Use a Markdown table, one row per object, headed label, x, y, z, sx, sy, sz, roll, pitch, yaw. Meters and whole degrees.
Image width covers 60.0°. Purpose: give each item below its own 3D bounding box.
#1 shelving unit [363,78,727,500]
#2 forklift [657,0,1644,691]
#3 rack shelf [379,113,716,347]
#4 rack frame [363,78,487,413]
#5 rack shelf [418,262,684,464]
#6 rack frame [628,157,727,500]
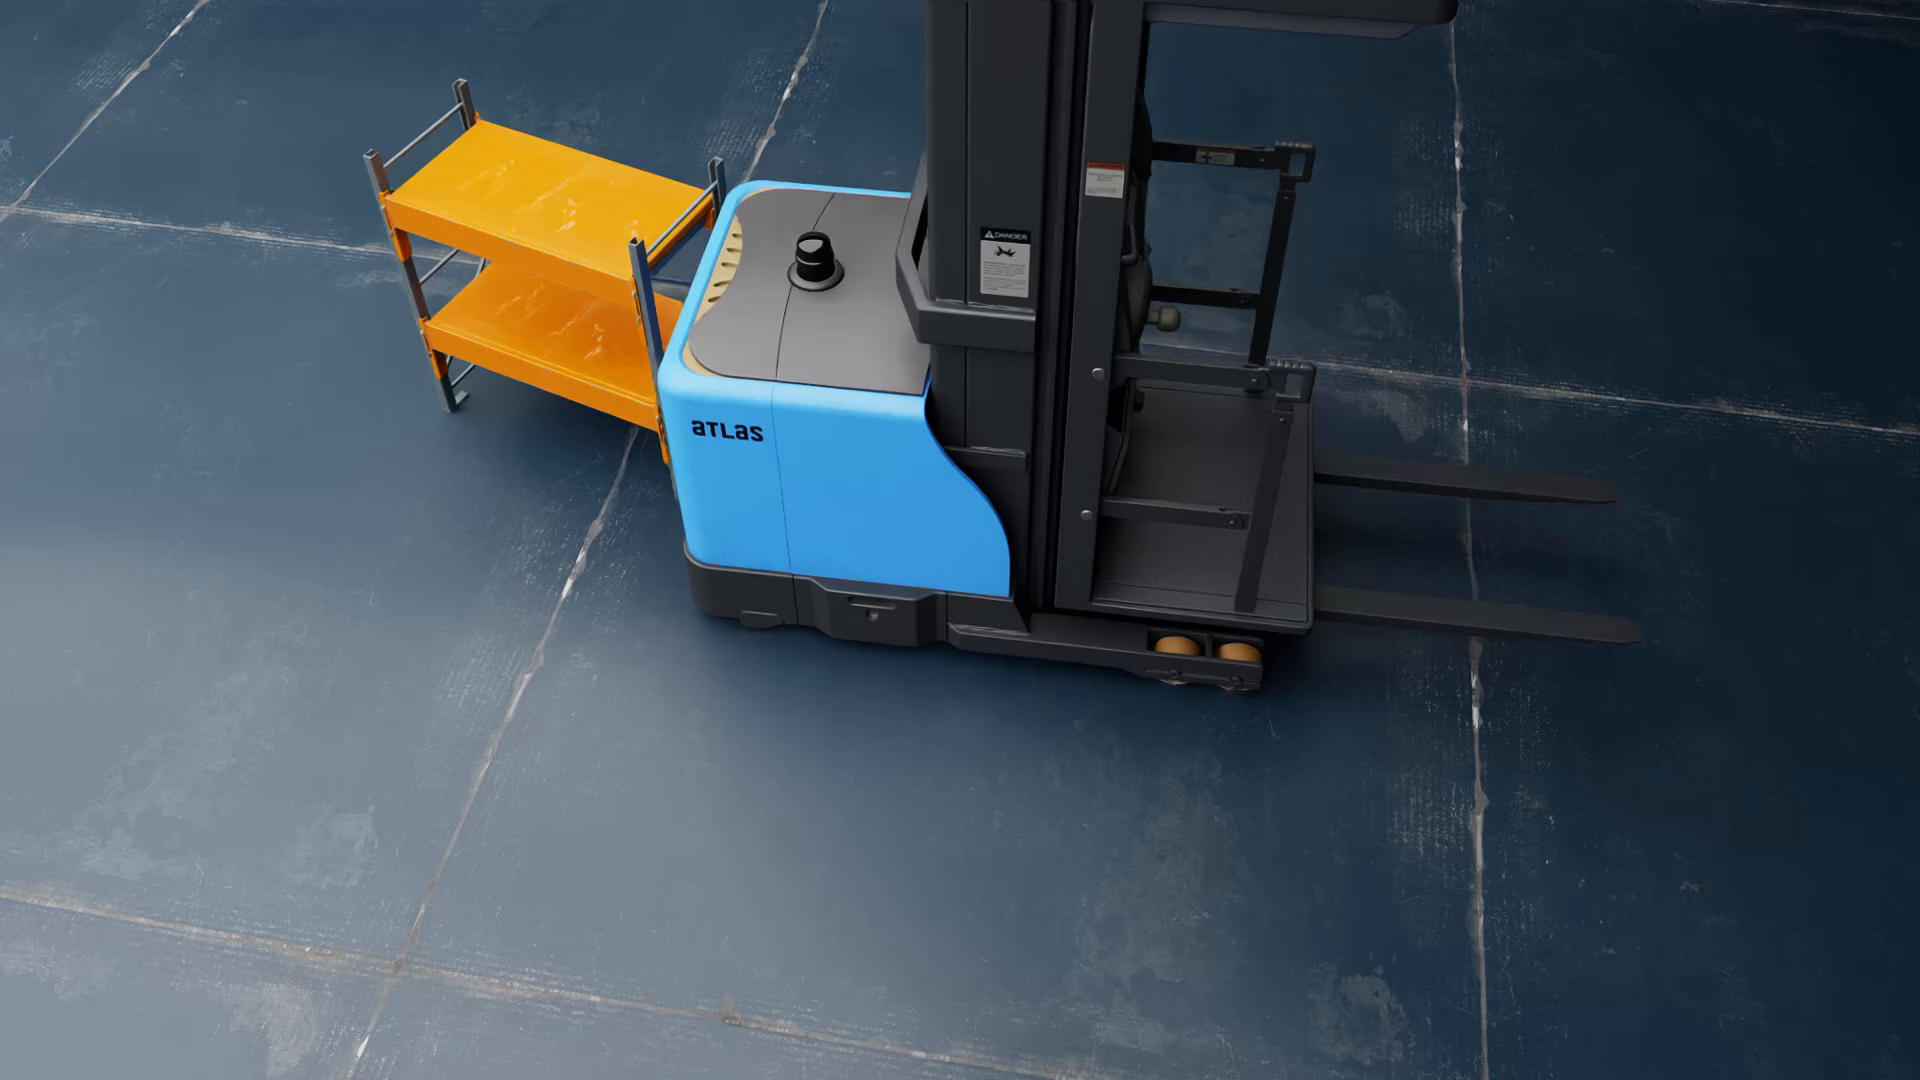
| label | x | y | z | sx | sy | sz | roll | pitch | yaw |
| --- | --- | --- | --- | --- | --- | --- | --- | --- | --- |
| shelving unit | -1.340 | -0.853 | 5.760 | 1.048 | 1.125 | 0.538 | 20 | 51 | 17 |
| forklift | 0.674 | -0.922 | 4.608 | 3.031 | 2.935 | 1.130 | 6 | 48 | 5 |
| rack shelf | -1.340 | -1.048 | 5.542 | 1.000 | 0.278 | 0.538 | 20 | 51 | 17 |
| rack frame | -1.795 | -1.021 | 5.911 | 0.032 | 1.125 | 0.500 | 20 | 51 | 17 |
| rack shelf | -1.340 | -0.689 | 5.942 | 1.000 | 0.278 | 0.538 | 20 | 51 | 17 |
| rack frame | -0.885 | -0.685 | 5.609 | 0.032 | 1.125 | 0.500 | 20 | 51 | 17 |
